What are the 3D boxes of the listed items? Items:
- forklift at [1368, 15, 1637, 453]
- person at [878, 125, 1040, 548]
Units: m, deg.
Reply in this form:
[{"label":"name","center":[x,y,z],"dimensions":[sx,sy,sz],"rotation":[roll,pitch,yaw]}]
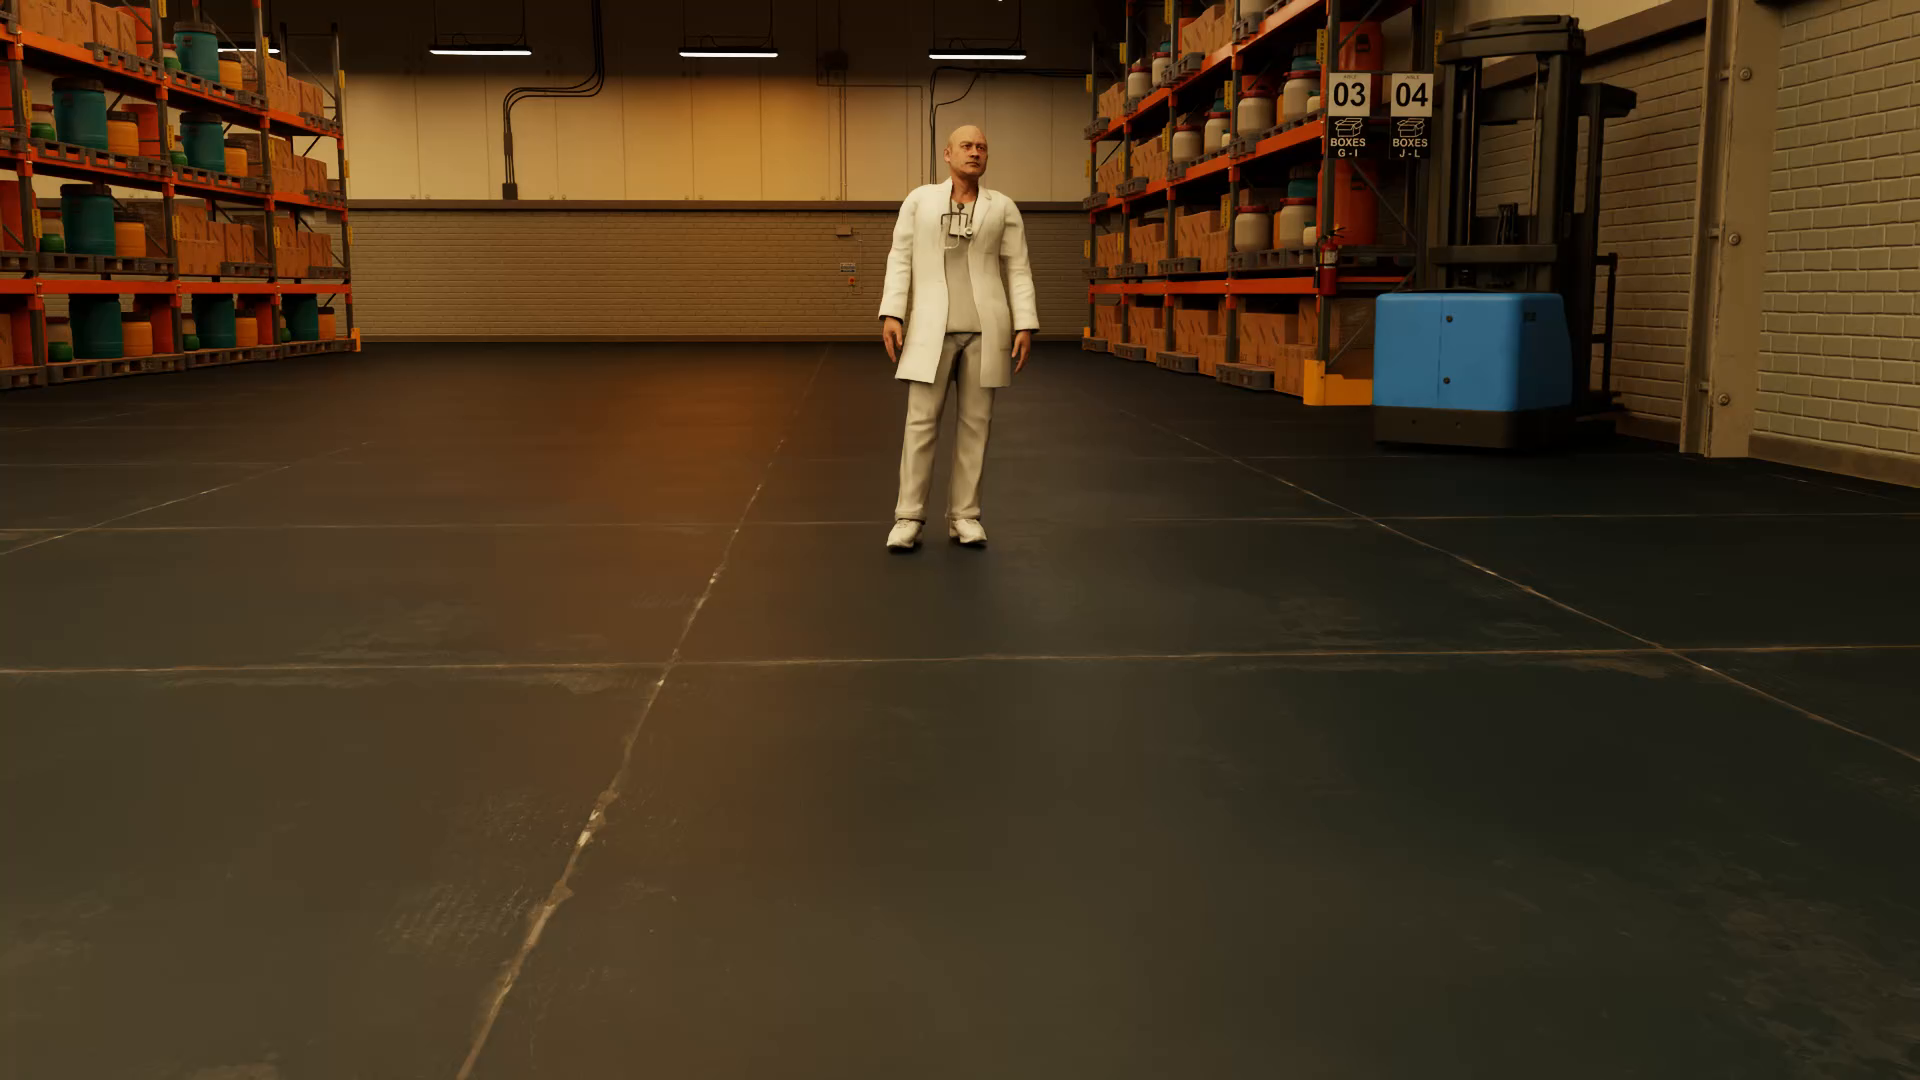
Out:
[{"label":"forklift","center":[4.152,-2.187,12.061],"dimensions":[1.130,2.935,3.031],"rotation":[7,11,39]},{"label":"person","center":[0.001,-0.873,7.089],"dimensions":[0.696,1.775,0.581],"rotation":[-1,8,-4]}]
